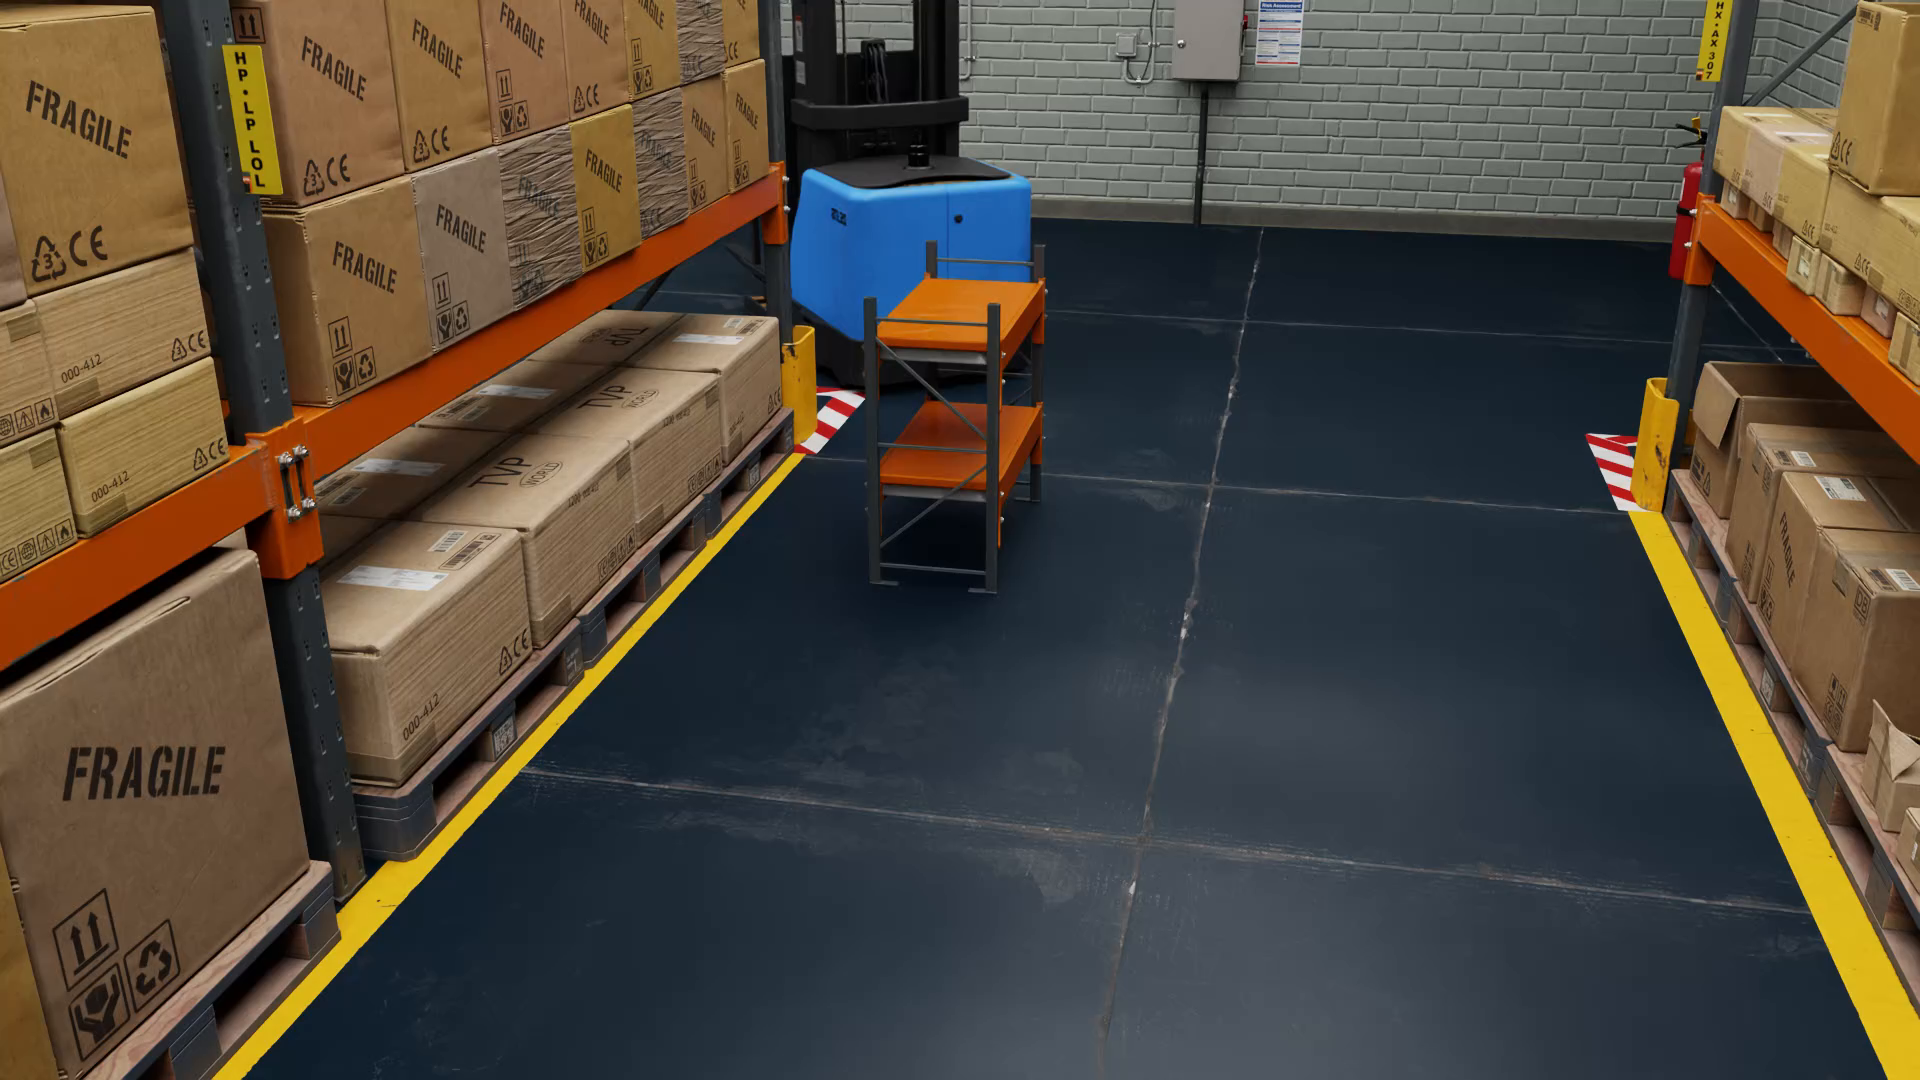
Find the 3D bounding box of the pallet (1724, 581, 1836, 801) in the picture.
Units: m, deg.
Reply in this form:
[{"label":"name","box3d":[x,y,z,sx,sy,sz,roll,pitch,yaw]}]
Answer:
[{"label":"pallet","box3d":[3.127,0.495,5.342,1.003,0.211,1.213,4,22,11]}]

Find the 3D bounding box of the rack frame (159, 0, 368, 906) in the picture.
[{"label":"rack frame","box3d":[-2.121,-0.477,4.022,1.000,3.000,0.127,4,22,11]}]

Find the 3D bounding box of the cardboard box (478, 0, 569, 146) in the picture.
[{"label":"cardboard box","box3d":[-1.562,-1.513,5.124,0.500,0.500,0.500,5,22,12]}]

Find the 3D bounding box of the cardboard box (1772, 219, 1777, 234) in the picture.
[{"label":"cardboard box","box3d":[3.193,-1.152,6.034,0.380,0.149,0.250,4,22,10]}]

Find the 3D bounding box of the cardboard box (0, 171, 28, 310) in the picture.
[{"label":"cardboard box","box3d":[-2.065,-0.615,2.892,0.500,0.500,0.500,5,22,12]}]

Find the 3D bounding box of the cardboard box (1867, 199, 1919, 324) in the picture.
[{"label":"cardboard box","box3d":[2.807,-0.739,4.475,0.500,0.250,0.500,4,22,11]}]

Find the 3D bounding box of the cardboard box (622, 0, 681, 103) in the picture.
[{"label":"cardboard box","box3d":[-1.352,-1.881,6.038,0.500,0.500,0.500,4,22,11]}]

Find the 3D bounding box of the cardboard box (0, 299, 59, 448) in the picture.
[{"label":"cardboard box","box3d":[-2.068,-0.276,3.055,0.500,0.250,0.500,5,22,12]}]

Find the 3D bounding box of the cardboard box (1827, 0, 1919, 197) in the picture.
[{"label":"cardboard box","box3d":[2.893,-1.285,4.828,0.500,0.500,0.500,5,22,12]}]

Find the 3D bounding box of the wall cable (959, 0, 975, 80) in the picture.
[{"label":"wall cable","box3d":[-0.177,-4.490,12.584,0.585,1.953,0.123,4,22,11]}]

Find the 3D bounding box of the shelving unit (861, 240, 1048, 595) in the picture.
[{"label":"shelving unit","box3d":[0.001,-0.524,6.650,0.538,1.125,1.048,4,22,11]}]

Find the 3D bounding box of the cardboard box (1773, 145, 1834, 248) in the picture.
[{"label":"cardboard box","box3d":[2.996,-1.116,5.411,0.500,0.250,0.500,4,22,10]}]

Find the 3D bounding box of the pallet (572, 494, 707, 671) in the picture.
[{"label":"pallet","box3d":[-1.642,0.097,6.330,1.003,0.211,1.213,4,22,11]}]

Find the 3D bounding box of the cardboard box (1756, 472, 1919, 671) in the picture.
[{"label":"cardboard box","box3d":[2.919,0.114,5.340,0.500,0.500,0.500,5,22,12]}]

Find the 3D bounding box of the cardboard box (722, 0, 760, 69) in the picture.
[{"label":"cardboard box","box3d":[-1.170,-2.255,6.966,0.500,0.500,0.500,5,23,13]}]

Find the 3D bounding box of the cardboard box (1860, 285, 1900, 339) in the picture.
[{"label":"cardboard box","box3d":[2.889,-0.682,4.868,0.380,0.149,0.250,4,22,11]}]

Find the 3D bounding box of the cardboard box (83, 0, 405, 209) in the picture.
[{"label":"cardboard box","box3d":[-1.787,-1.143,4.204,0.500,0.500,0.500,5,22,11]}]

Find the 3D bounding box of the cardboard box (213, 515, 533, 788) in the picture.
[{"label":"cardboard box","box3d":[-1.888,0.295,4.972,0.875,0.438,0.875,4,22,10]}]

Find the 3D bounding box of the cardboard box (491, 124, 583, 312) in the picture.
[{"label":"cardboard box","box3d":[-1.554,-1.040,5.287,0.500,0.500,0.500,5,22,11]}]

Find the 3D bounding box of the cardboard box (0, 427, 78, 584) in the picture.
[{"label":"cardboard box","box3d":[-2.071,-0.038,3.133,0.500,0.250,0.500,4,22,10]}]

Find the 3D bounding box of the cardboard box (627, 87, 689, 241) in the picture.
[{"label":"cardboard box","box3d":[-1.357,-1.418,6.226,0.500,0.500,0.500,5,22,12]}]

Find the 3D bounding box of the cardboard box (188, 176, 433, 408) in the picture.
[{"label":"cardboard box","box3d":[-1.769,-0.675,4.380,0.500,0.500,0.500,5,23,13]}]

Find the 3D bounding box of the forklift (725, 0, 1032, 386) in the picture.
[{"label":"forklift","box3d":[-0.666,-2.674,9.570,1.130,2.935,3.031,-9,24,-22]}]

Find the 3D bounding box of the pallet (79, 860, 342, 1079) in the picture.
[{"label":"pallet","box3d":[-2.205,1.105,3.828,1.003,0.211,1.213,4,22,11]}]

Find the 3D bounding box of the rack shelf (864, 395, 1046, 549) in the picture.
[{"label":"rack shelf","box3d":[0.001,-0.297,6.741,0.538,0.278,1.000,4,22,11]}]

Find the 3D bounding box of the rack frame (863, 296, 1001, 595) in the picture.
[{"label":"rack frame","box3d":[-0.102,-0.338,6.188,0.500,1.125,0.032,4,22,11]}]

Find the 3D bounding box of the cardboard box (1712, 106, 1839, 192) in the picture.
[{"label":"cardboard box","box3d":[3.199,-1.486,6.330,0.500,0.250,0.500,5,22,11]}]

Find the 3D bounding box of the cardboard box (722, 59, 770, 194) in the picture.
[{"label":"cardboard box","box3d":[-1.144,-1.790,7.148,0.500,0.500,0.500,5,22,11]}]

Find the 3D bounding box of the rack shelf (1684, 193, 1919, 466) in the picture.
[{"label":"rack shelf","box3d":[3.147,-0.498,5.037,1.077,0.370,4.000,4,22,11]}]

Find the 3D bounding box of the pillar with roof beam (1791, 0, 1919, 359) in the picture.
[{"label":"pillar with roof beam","box3d":[0.773,-5.591,8.691,9.100,9.000,0.400,4,22,11]}]

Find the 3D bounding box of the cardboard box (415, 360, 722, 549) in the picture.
[{"label":"cardboard box","box3d":[-1.520,-0.362,6.604,0.875,0.438,0.875,5,22,12]}]

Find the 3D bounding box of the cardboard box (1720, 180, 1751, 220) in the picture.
[{"label":"cardboard box","box3d":[3.220,-1.347,6.519,0.380,0.149,0.250,4,22,11]}]

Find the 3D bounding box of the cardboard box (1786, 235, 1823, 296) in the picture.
[{"label":"cardboard box","box3d":[2.908,-0.880,5.359,0.380,0.149,0.250,4,22,9]}]

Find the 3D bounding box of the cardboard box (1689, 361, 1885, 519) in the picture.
[{"label":"cardboard box","box3d":[3.338,-0.383,6.569,0.797,0.503,0.637,4,22,9]}]

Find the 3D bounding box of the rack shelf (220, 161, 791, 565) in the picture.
[{"label":"rack shelf","box3d":[-1.713,-0.875,5.973,1.077,0.370,4.000,4,22,11]}]

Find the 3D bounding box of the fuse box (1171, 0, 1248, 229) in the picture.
[{"label":"fuse box","box3d":[1.850,-3.193,12.490,0.539,1.711,0.414,4,22,11]}]

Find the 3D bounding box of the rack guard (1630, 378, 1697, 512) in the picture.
[{"label":"rack guard","box3d":[3.540,-0.375,7.117,1.175,0.500,0.348,4,22,11]}]

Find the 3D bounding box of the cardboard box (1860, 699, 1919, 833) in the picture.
[{"label":"cardboard box","box3d":[2.638,0.617,4.404,0.396,0.266,0.258,5,23,13]}]

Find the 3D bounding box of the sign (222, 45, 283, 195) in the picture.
[{"label":"sign","box3d":[-1.588,-0.939,3.727,0.100,0.325,0.005,4,22,11]}]
